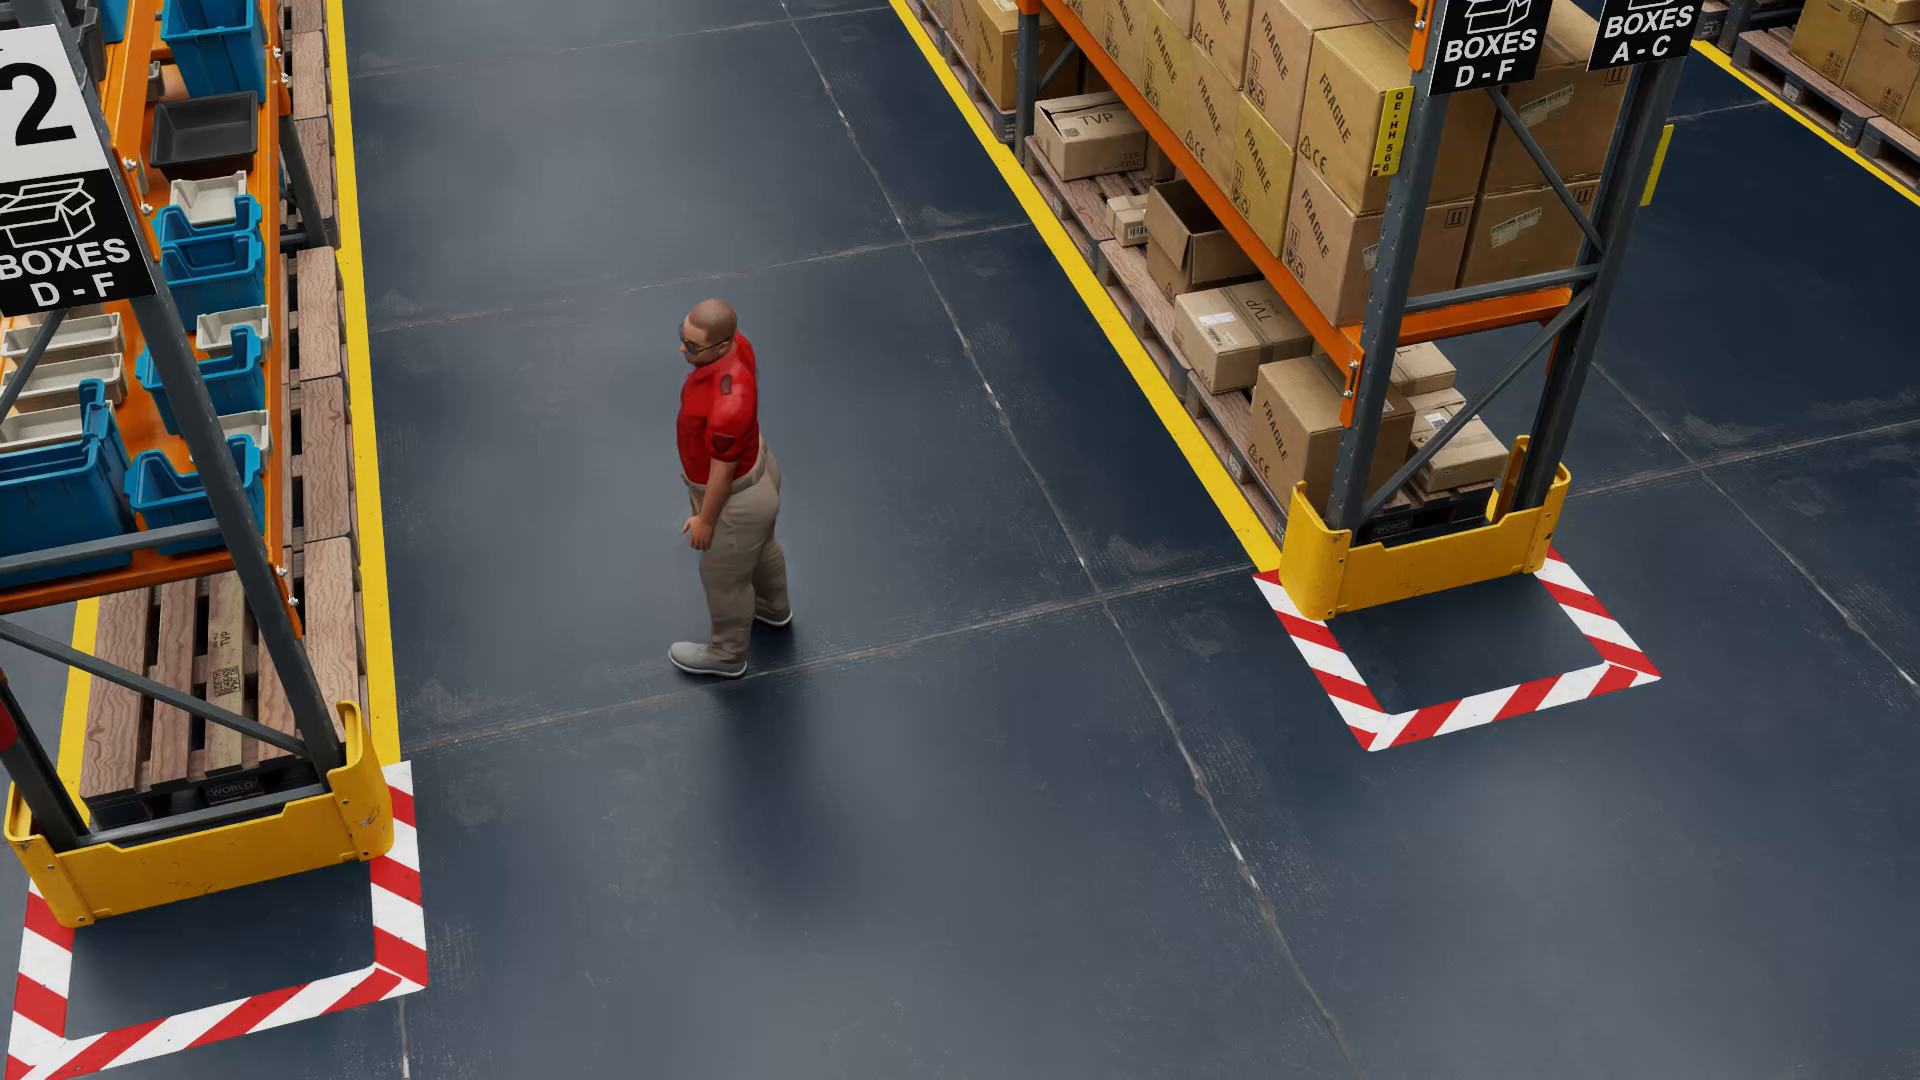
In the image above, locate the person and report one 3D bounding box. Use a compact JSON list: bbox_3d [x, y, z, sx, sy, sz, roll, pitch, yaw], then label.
[{"bbox_3d":[-0.947,-0.208,6.370,0.514,1.735,0.580,-2,42,-2],"label":"person"}]
